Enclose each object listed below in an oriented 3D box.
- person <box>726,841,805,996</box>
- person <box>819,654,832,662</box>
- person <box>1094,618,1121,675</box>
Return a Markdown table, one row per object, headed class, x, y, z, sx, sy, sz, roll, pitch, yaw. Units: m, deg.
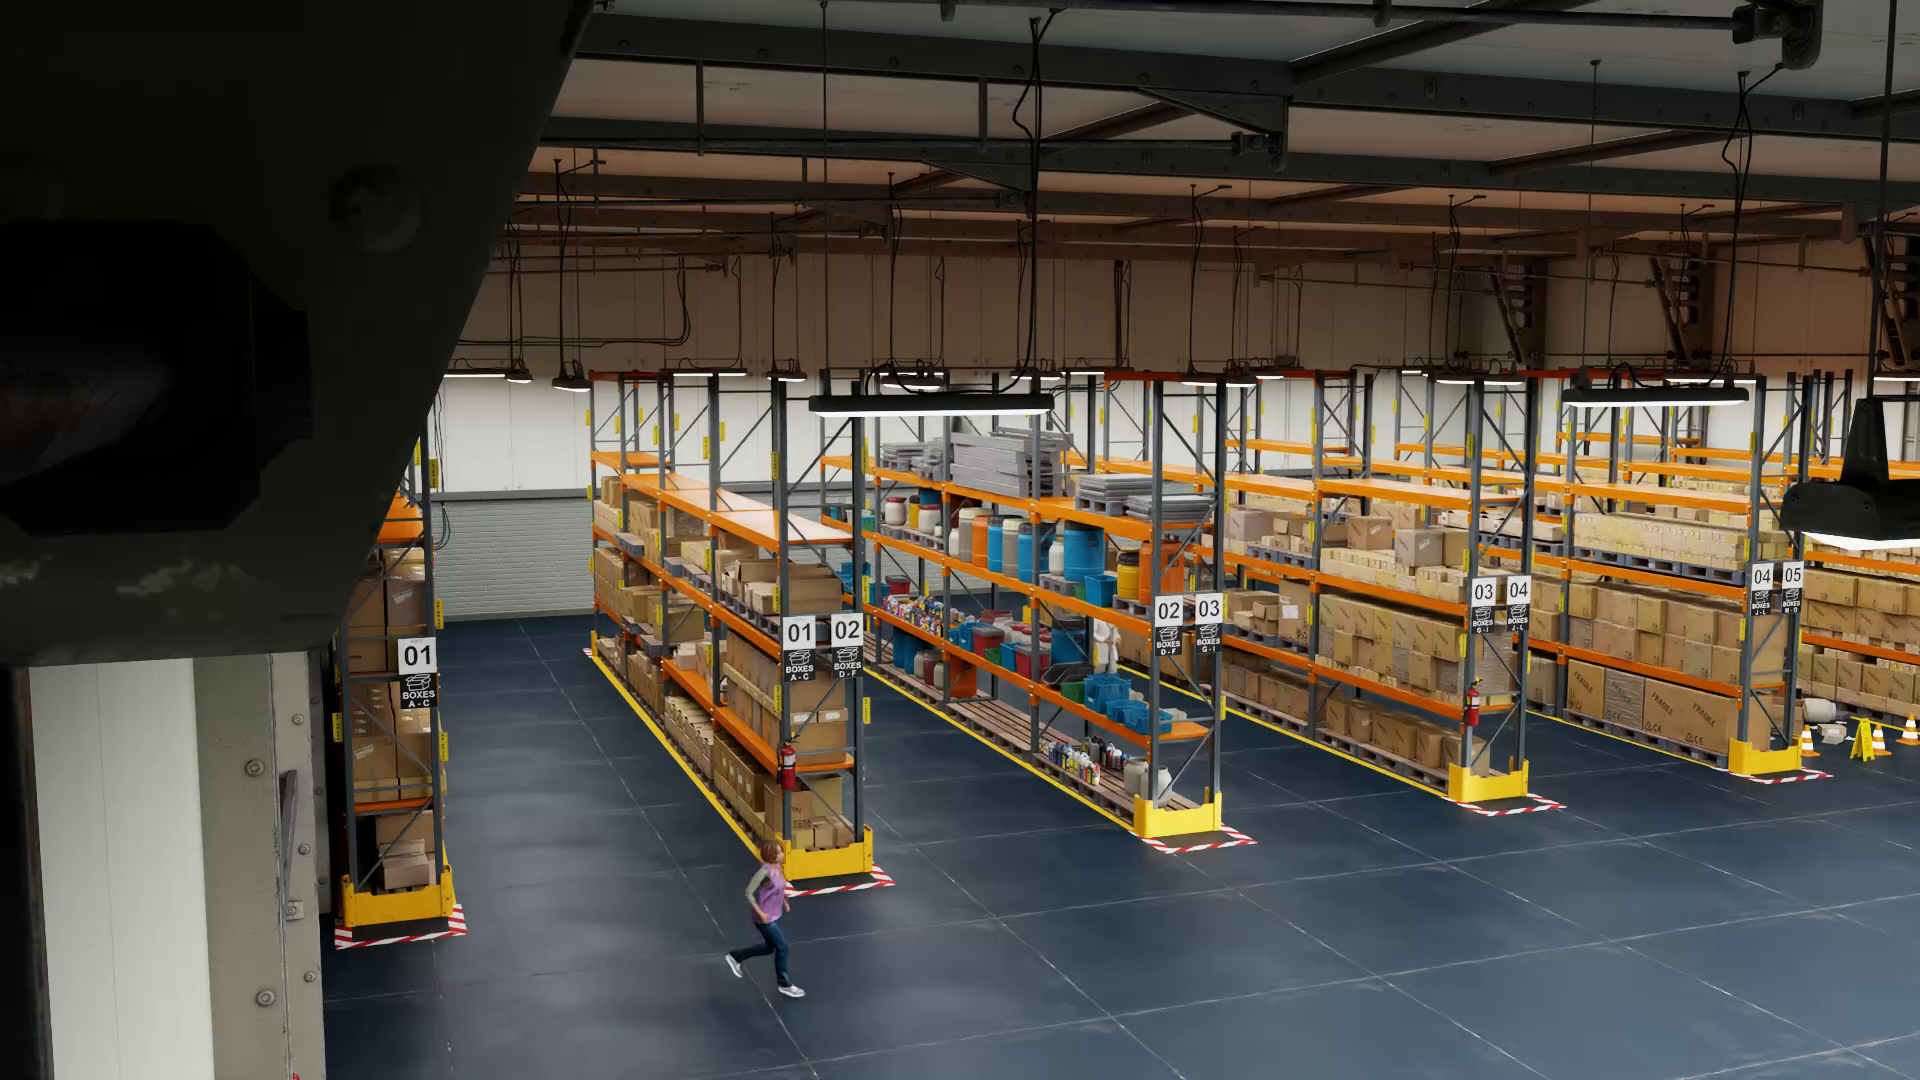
| class | x | y | z | sx | sy | sz | roll | pitch | yaw |
| --- | --- | --- | --- | --- | --- | --- | --- | --- | --- |
| person | -1.945 | 3.738 | 16.414 | 0.794 | 1.580 | 0.560 | 1 | 6 | 11 |
| person | -2.630 | 1.910 | 32.317 | 0.553 | 1.647 | 0.875 | -3 | 7 | -25 |
| person | 2.662 | 2.028 | 30.668 | 0.733 | 1.791 | 0.925 | -4 | 8 | -33 |
